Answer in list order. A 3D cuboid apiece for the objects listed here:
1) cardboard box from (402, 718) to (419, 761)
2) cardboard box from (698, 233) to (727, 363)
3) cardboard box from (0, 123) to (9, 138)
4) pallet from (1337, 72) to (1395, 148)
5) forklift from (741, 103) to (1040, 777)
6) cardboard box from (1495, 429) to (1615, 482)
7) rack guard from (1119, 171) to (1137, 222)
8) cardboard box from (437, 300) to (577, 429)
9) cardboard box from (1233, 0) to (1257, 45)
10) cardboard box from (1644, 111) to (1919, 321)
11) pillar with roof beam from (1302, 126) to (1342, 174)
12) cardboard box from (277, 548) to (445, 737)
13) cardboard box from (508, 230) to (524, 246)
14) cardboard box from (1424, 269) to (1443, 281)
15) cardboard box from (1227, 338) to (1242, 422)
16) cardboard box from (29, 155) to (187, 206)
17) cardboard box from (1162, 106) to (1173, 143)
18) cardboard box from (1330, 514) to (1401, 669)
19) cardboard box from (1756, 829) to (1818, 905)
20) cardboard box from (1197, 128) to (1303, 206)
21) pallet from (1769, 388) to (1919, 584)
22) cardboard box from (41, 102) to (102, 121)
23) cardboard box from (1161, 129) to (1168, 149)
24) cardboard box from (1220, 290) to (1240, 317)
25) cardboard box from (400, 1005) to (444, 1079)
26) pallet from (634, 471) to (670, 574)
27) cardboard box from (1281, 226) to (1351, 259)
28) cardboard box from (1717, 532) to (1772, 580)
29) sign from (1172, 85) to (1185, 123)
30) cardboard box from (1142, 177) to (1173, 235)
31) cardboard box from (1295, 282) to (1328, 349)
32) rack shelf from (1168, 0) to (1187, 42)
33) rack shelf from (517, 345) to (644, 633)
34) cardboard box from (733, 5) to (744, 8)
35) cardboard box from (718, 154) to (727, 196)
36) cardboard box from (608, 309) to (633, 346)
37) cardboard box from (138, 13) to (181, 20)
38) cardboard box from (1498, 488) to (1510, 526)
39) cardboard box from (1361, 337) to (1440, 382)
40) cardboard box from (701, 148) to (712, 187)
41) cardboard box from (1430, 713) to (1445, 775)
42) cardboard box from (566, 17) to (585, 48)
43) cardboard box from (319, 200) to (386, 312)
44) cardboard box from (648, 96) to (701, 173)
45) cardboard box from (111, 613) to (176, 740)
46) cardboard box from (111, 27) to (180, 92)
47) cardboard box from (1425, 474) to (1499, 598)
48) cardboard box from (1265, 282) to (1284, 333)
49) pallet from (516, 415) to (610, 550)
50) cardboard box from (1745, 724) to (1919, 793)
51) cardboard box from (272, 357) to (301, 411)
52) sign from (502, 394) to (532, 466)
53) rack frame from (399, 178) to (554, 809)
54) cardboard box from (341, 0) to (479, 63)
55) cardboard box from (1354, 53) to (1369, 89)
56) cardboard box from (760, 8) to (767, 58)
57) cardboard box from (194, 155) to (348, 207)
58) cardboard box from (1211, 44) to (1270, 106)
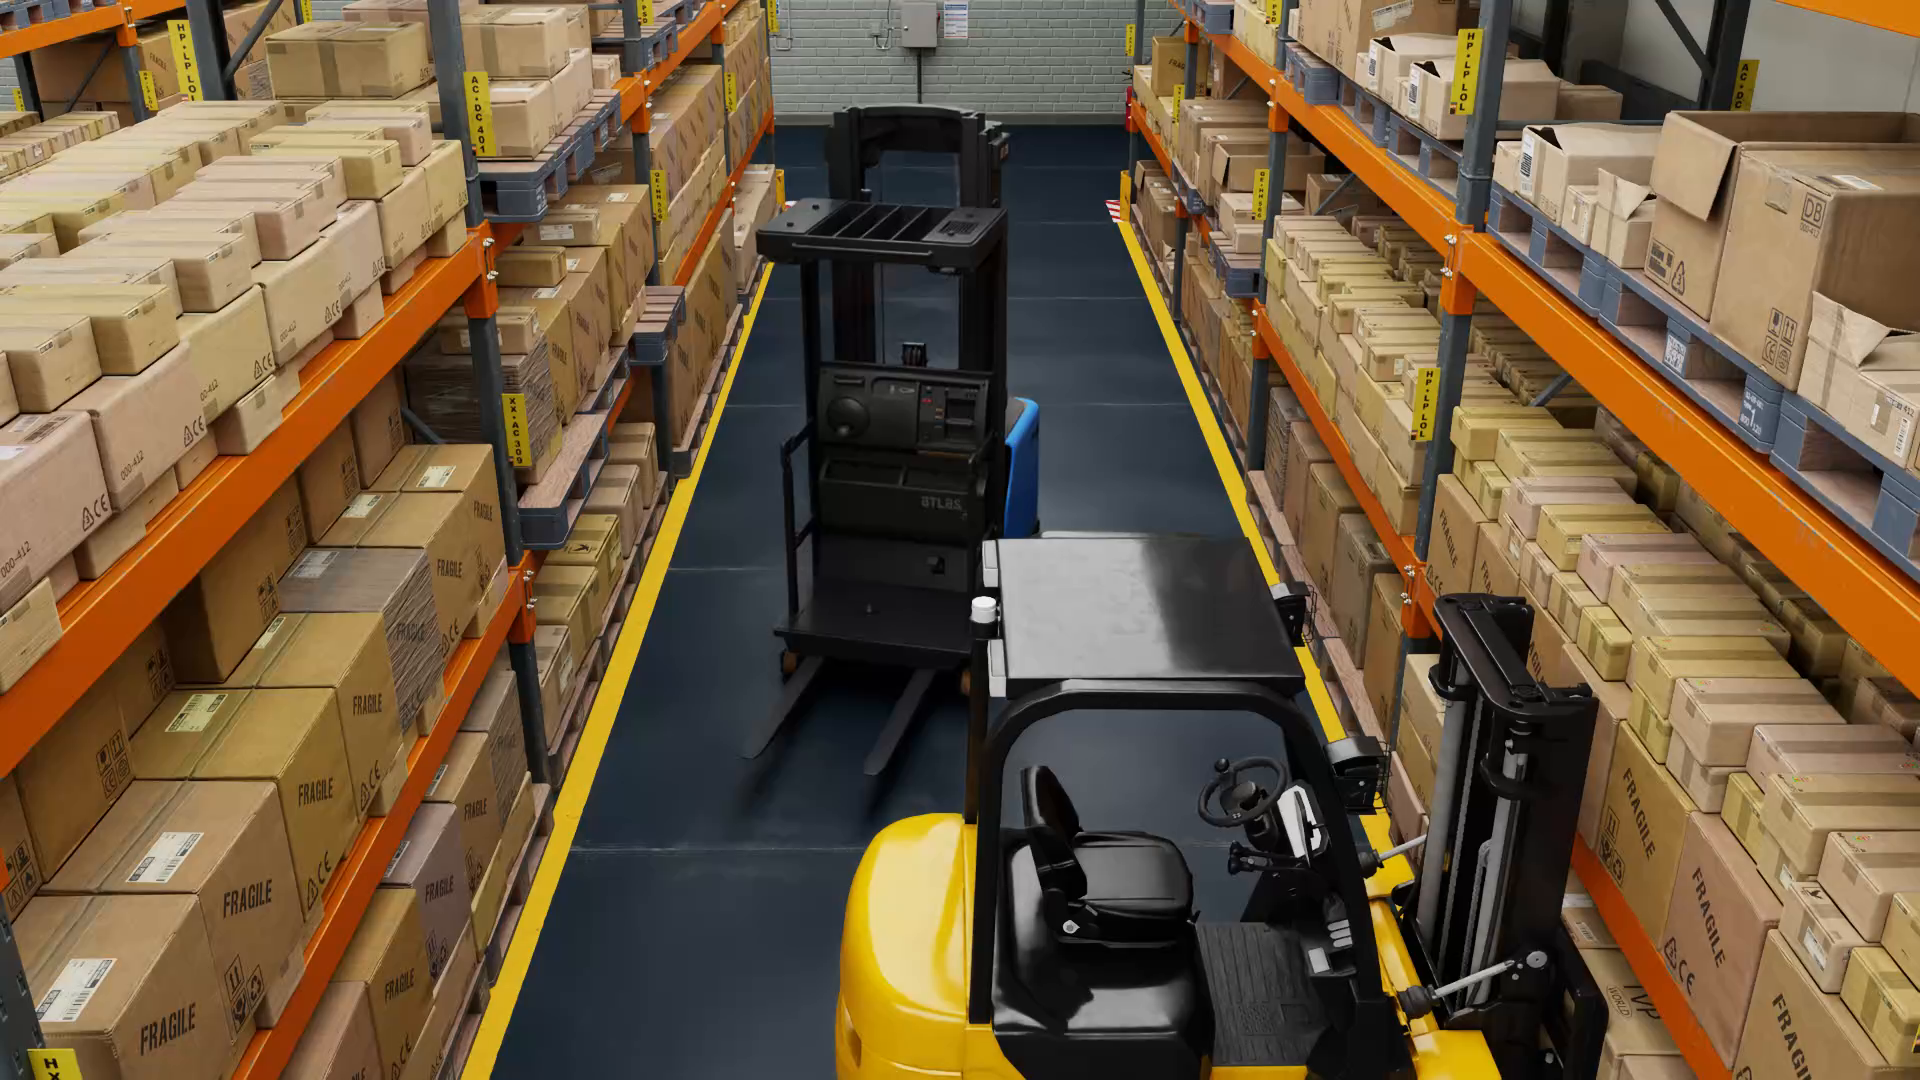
[{"bbox_3d":[-2.141,0.702,5.864,0.380,0.149,0.250,-1,24,-1],"label":"cardboard box"},{"bbox_3d":[-2.419,-1.961,13.514,0.875,0.875,0.875,0,24,1],"label":"cardboard box"},{"bbox_3d":[-7.919,-3.264,13.400,0.380,0.149,0.250,0,24,0],"label":"cardboard box"},{"bbox_3d":[2.595,-2.281,8.742,1.003,0.211,1.213,1,24,2],"label":"pallet"},{"bbox_3d":[-0.356,-0.669,8.673,1.130,2.935,3.031,6,25,13],"label":"forklift"},{"bbox_3d":[2.345,-0.329,6.567,0.380,0.149,0.250,0,24,0],"label":"cardboard box"},{"bbox_3d":[2.397,-3.867,18.692,1.175,0.500,0.348,0,24,-1],"label":"rack guard"},{"bbox_3d":[-2.161,-0.841,7.979,0.500,0.500,0.500,0,24,0],"label":"cardboard box"},{"bbox_3d":[2.223,-3.662,11.750,0.500,0.250,0.500,0,24,-1],"label":"cardboard box"},{"bbox_3d":[2.443,-0.940,4.791,0.797,0.503,0.637,1,24,1],"label":"cardboard box"},{"bbox_3d":[-0.971,-6.394,13.967,9.100,9.000,0.400,0,24,-1],"label":"pillar with roof beam"},{"bbox_3d":[-2.160,0.359,5.835,0.500,0.500,0.500,0,24,1],"label":"cardboard box"},{"bbox_3d":[-2.681,-1.469,9.366,0.500,0.500,0.500,0,24,0],"label":"cardboard box"},{"bbox_3d":[2.829,-1.423,9.347,0.380,0.149,0.250,-1,24,-1],"label":"cardboard box"},{"bbox_3d":[2.269,-1.172,12.226,0.500,0.500,0.500,-1,24,-1],"label":"cardboard box"},{"bbox_3d":[-2.704,-1.126,5.297,0.380,0.149,0.250,-1,24,-2],"label":"cardboard box"},{"bbox_3d":[2.170,-3.871,15.490,0.500,0.250,0.500,0,24,0],"label":"cardboard box"},{"bbox_3d":[2.509,0.264,8.899,0.875,0.625,0.625,0,24,-1],"label":"cardboard box"},{"bbox_3d":[2.313,0.861,4.298,0.380,0.149,0.250,0,24,0],"label":"cardboard box"},{"bbox_3d":[2.235,-2.888,12.865,0.700,0.500,0.500,0,24,-1],"label":"cardboard box"},{"bbox_3d":[2.589,-0.062,3.714,1.003,0.211,1.213,0,24,-1],"label":"pallet"},{"bbox_3d":[-7.760,-3.680,14.764,0.500,0.500,0.500,0,24,0],"label":"cardboard box"},{"bbox_3d":[2.125,-3.832,15.887,0.380,0.149,0.250,-1,24,-1],"label":"cardboard box"},{"bbox_3d":[2.238,-1.837,12.909,0.380,0.149,0.250,-1,24,-3],"label":"cardboard box"},{"bbox_3d":[-2.142,1.873,5.796,0.500,0.250,0.500,1,24,3],"label":"cardboard box"},{"bbox_3d":[-2.473,-0.124,10.768,1.003,0.211,1.213,0,24,-1],"label":"pallet"},{"bbox_3d":[2.196,-1.839,10.267,0.380,0.149,0.250,0,24,1],"label":"cardboard box"},{"bbox_3d":[2.814,0.089,5.643,0.380,0.149,0.250,-1,24,-1],"label":"cardboard box"},{"bbox_3d":[1.897,-3.777,14.411,0.100,0.325,0.005,0,24,-1],"label":"sign"},{"bbox_3d":[2.278,-3.484,17.338,0.700,0.500,0.500,1,24,2],"label":"cardboard box"},{"bbox_3d":[2.236,-1.294,9.546,0.500,0.250,0.500,-1,24,-2],"label":"cardboard box"},{"bbox_3d":[2.418,-5.252,15.955,1.077,0.370,4.000,0,24,-1],"label":"rack shelf"},{"bbox_3d":[-2.458,-0.565,9.231,1.077,0.370,4.000,0,24,-1],"label":"rack shelf"},{"bbox_3d":[-2.356,-5.240,16.574,0.380,0.149,0.250,0,24,-1],"label":"cardboard box"},{"bbox_3d":[-2.267,-3.113,14.174,0.500,0.250,0.500,-1,24,-2],"label":"cardboard box"},{"bbox_3d":[-2.107,-1.228,9.621,0.380,0.149,0.250,0,24,0],"label":"cardboard box"},{"bbox_3d":[-7.772,-4.767,15.955,0.500,0.500,0.500,-1,24,-2],"label":"cardboard box"},{"bbox_3d":[2.302,-0.087,6.393,0.380,0.149,0.250,0,24,-1],"label":"cardboard box"},{"bbox_3d":[2.195,-0.888,8.165,0.380,0.149,0.250,-1,24,-2],"label":"cardboard box"},{"bbox_3d":[-2.251,-2.924,13.151,0.500,0.250,0.500,0,24,1],"label":"cardboard box"},{"bbox_3d":[2.214,0.925,6.678,0.500,0.250,0.500,0,24,0],"label":"cardboard box"},{"bbox_3d":[-2.435,-2.502,8.876,0.797,0.503,0.637,0,24,-1],"label":"cardboard box"},{"bbox_3d":[-2.165,-0.903,5.288,0.500,0.250,0.500,-1,24,-1],"label":"cardboard box"},{"bbox_3d":[-2.248,-3.047,12.513,0.500,0.500,0.500,0,24,0],"label":"cardboard box"},{"bbox_3d":[-2.723,0.316,4.717,0.700,0.500,0.500,-1,24,-1],"label":"cardboard box"},{"bbox_3d":[-7.255,-4.338,15.006,0.500,0.500,0.500,-1,24,-2],"label":"cardboard box"},{"bbox_3d":[2.271,0.046,6.886,0.500,0.500,0.500,-1,24,-2],"label":"cardboard box"},{"bbox_3d":[2.244,-1.488,10.582,0.500,0.250,0.500,0,24,0],"label":"cardboard box"},{"bbox_3d":[-2.299,-0.296,7.998,1.003,0.211,1.213,0,24,-1],"label":"pallet"},{"bbox_3d":[2.364,0.621,4.468,0.380,0.149,0.250,0,24,0],"label":"cardboard box"},{"bbox_3d":[-2.133,-0.451,4.772,0.380,0.149,0.250,-1,24,-2],"label":"cardboard box"},{"bbox_3d":[-1.894,-0.468,7.095,0.100,0.325,0.005,0,24,-1],"label":"sign"},{"bbox_3d":[-2.436,-0.068,7.261,1.000,3.000,0.127,0,24,-1],"label":"rack frame"},{"bbox_3d":[-2.603,-2.444,7.940,0.500,0.250,0.500,0,24,0],"label":"cardboard box"},{"bbox_3d":[2.203,-2.351,8.342,0.380,0.149,0.250,-1,24,-1],"label":"cardboard box"},{"bbox_3d":[-2.324,-5.316,17.530,0.500,0.500,0.500,1,24,1],"label":"cardboard box"},{"bbox_3d":[-2.188,-1.125,5.294,0.380,0.149,0.250,-1,24,-2],"label":"cardboard box"},{"bbox_3d":[2.689,-4.412,15.777,0.500,0.500,0.500,-1,24,-2],"label":"cardboard box"}]
